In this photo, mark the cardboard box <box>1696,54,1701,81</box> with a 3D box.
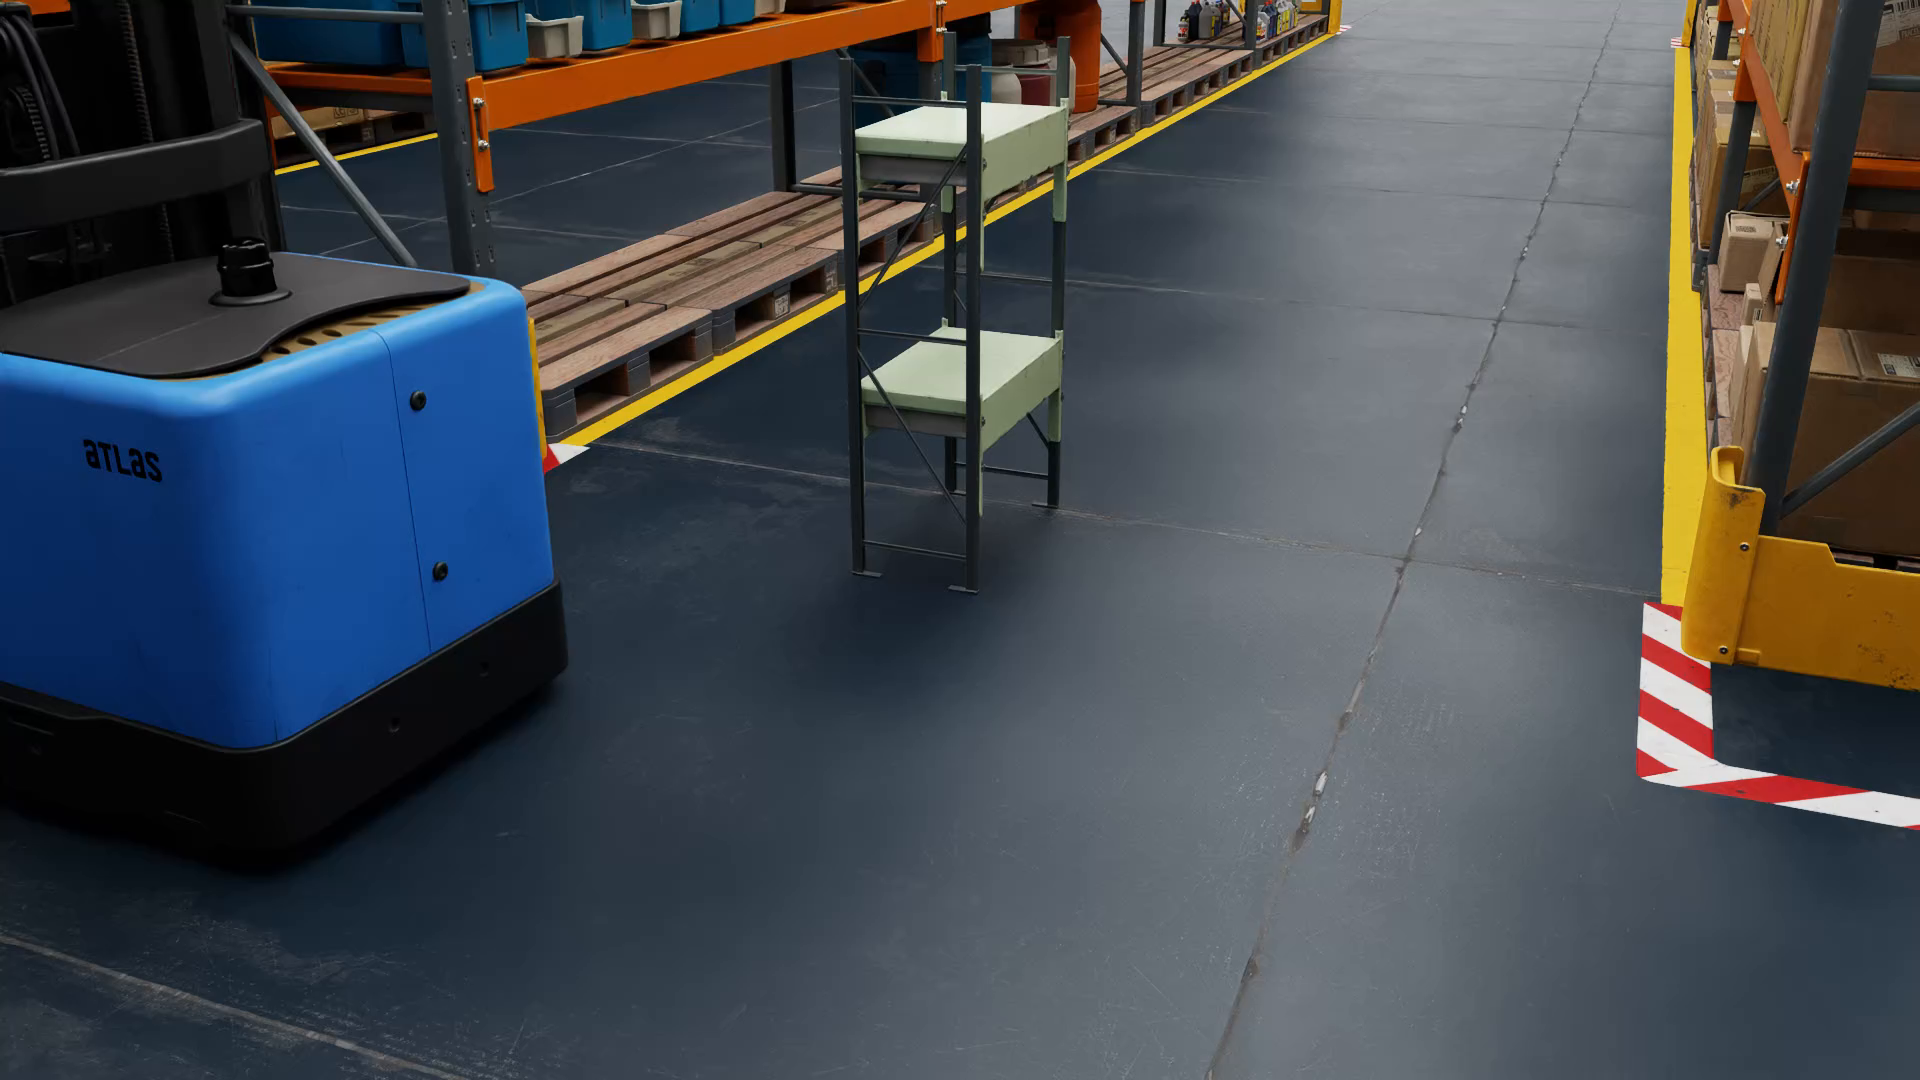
[{"bbox_3d":[6.414,-3.945,13.825,0.500,0.250,0.500,9,24,21],"label":"cardboard box"}]

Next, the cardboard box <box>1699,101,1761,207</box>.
[{"bbox_3d":[4.309,-2.071,8.989,0.500,0.500,0.500,9,24,21],"label":"cardboard box"}]

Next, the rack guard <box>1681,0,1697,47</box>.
[{"bbox_3d":[8.480,-5.598,18.004,1.175,0.500,0.348,9,24,20],"label":"rack guard"}]

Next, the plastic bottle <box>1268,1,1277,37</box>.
[{"bbox_3d":[3.143,-5.300,16.912,0.144,0.351,0.185,8,24,18],"label":"plastic bottle"}]

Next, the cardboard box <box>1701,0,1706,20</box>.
[{"bbox_3d":[7.505,-5.318,16.138,0.500,0.500,0.500,9,24,20],"label":"cardboard box"}]

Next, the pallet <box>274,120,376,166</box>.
[{"bbox_3d":[-4.966,-2.869,11.844,1.003,0.211,1.213,9,24,20],"label":"pallet"}]

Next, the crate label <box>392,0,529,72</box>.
[{"bbox_3d":[-1.673,-1.719,5.614,0.416,0.233,0.303,9,24,20],"label":"crate label"}]

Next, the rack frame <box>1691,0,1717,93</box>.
[{"bbox_3d":[6.985,-5.312,14.074,1.000,3.000,0.127,9,24,20],"label":"rack frame"}]

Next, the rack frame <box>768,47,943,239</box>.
[{"bbox_3d":[-0.584,-3.159,8.922,1.000,3.000,0.127,9,24,20],"label":"rack frame"}]

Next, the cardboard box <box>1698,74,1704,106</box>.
[{"bbox_3d":[5.846,-3.393,12.504,0.500,0.250,0.500,9,24,21],"label":"cardboard box"}]

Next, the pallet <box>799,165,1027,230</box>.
[{"bbox_3d":[-0.259,-2.143,10.106,1.003,0.211,1.213,9,24,20],"label":"pallet"}]

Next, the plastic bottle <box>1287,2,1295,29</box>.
[{"bbox_3d":[3.479,-5.593,17.712,0.152,0.276,0.135,9,24,20],"label":"plastic bottle"}]

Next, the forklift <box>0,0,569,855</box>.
[{"bbox_3d":[-2.568,-1.051,3.963,3.031,2.935,1.130,10,25,23],"label":"forklift"}]

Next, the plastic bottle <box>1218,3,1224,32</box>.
[{"bbox_3d":[2.713,-5.470,17.408,0.061,0.283,0.133,9,24,20],"label":"plastic bottle"}]

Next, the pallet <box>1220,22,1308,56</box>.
[{"bbox_3d":[3.127,-5.408,17.923,1.003,0.211,1.213,9,24,20],"label":"pallet"}]

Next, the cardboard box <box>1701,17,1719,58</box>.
[{"bbox_3d":[6.218,-4.019,13.276,0.500,0.311,0.500,8,24,18],"label":"cardboard box"}]

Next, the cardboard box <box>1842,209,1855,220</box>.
[{"bbox_3d":[4.419,-1.637,7.949,0.500,0.500,0.500,8,24,18],"label":"cardboard box"}]

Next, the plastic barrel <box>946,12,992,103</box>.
[{"bbox_3d":[-0.103,-2.830,10.312,0.600,0.901,0.708,9,24,20],"label":"plastic barrel"}]

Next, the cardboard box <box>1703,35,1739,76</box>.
[{"bbox_3d":[5.652,-3.474,11.969,0.500,0.311,0.500,8,24,19],"label":"cardboard box"}]

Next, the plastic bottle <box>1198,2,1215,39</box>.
[{"bbox_3d":[2.493,-5.254,16.802,0.144,0.351,0.185,9,24,20],"label":"plastic bottle"}]

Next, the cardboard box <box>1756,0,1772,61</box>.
[{"bbox_3d":[3.196,-1.989,5.991,0.500,0.500,0.500,9,24,20],"label":"cardboard box"}]

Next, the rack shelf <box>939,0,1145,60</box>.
[{"bbox_3d":[0.159,-3.543,10.774,1.077,0.370,4.000,9,24,20],"label":"rack shelf"}]

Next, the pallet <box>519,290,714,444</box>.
[{"bbox_3d":[-1.728,-0.731,6.725,1.003,0.211,1.213,9,24,20],"label":"pallet"}]

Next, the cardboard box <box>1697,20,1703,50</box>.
[{"bbox_3d":[7.321,-4.792,15.854,0.500,0.250,0.500,9,24,20],"label":"cardboard box"}]

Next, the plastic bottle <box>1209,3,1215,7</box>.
[{"bbox_3d":[2.614,-5.482,17.445,0.152,0.276,0.135,9,24,21],"label":"plastic bottle"}]

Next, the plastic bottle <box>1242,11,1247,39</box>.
[{"bbox_3d":[2.939,-5.253,16.800,0.144,0.351,0.185,9,24,20],"label":"plastic bottle"}]

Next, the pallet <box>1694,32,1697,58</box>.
[{"bbox_3d":[8.226,-5.177,17.369,1.003,0.211,1.213,9,24,20],"label":"pallet"}]

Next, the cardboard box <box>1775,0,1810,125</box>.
[{"bbox_3d":[2.631,-1.449,4.697,0.500,0.500,0.500,9,24,21],"label":"cardboard box"}]

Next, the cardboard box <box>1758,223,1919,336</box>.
[{"bbox_3d":[3.320,-0.827,6.006,0.797,0.503,0.637,9,24,20],"label":"cardboard box"}]

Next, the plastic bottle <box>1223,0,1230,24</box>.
[{"bbox_3d":[2.910,-5.793,18.197,0.097,0.271,0.097,0,23,0],"label":"plastic bottle"}]

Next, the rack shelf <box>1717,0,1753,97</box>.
[{"bbox_3d":[4.756,-2.833,9.073,1.077,0.370,4.000,9,24,20],"label":"rack shelf"}]

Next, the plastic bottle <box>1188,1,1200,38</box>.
[{"bbox_3d":[2.359,-5.275,16.852,0.144,0.351,0.185,8,24,19],"label":"plastic bottle"}]

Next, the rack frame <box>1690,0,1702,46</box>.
[{"bbox_3d":[8.471,-6.743,17.501,1.000,3.000,0.127,9,24,20],"label":"rack frame"}]

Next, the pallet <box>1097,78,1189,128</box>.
[{"bbox_3d":[1.225,-3.576,13.536,1.003,0.211,1.213,9,24,20],"label":"pallet"}]

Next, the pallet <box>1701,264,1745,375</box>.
[{"bbox_3d":[3.757,-0.916,7.170,1.003,0.211,1.213,9,24,20],"label":"pallet"}]

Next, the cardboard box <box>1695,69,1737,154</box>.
[{"bbox_3d":[4.876,-2.620,10.302,0.500,0.500,0.500,8,24,18],"label":"cardboard box"}]

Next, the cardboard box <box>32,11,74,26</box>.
[{"bbox_3d":[-5.502,-2.857,10.410,0.875,0.875,0.875,9,24,20],"label":"cardboard box"}]

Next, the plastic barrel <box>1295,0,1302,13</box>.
[{"bbox_3d":[3.700,-6.253,19.011,0.421,0.512,0.421,0,23,0],"label":"plastic barrel"}]

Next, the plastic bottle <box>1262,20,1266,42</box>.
[{"bbox_3d":[2.988,-5.058,16.527,0.097,0.201,0.097,0,23,0],"label":"plastic bottle"}]

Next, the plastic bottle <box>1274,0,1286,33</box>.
[{"bbox_3d":[3.301,-5.452,17.276,0.144,0.351,0.185,9,24,20],"label":"plastic bottle"}]

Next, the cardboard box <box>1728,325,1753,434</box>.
[{"bbox_3d":[2.882,-0.517,5.593,0.500,0.250,0.500,9,24,20],"label":"cardboard box"}]

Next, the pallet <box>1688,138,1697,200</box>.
[{"bbox_3d":[5.187,-2.332,10.558,1.003,0.211,1.213,9,24,20],"label":"pallet"}]

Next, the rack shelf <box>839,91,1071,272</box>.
[{"bbox_3d":[0.002,-1.055,4.816,0.431,0.370,0.720,9,24,20],"label":"rack shelf"}]

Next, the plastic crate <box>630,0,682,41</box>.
[{"bbox_3d":[-1.225,-2.021,6.460,0.250,0.136,0.298,9,24,20],"label":"plastic crate"}]

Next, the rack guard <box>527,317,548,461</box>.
[{"bbox_3d":[-2.067,-0.564,5.952,1.175,0.500,0.348,9,24,20],"label":"rack guard"}]

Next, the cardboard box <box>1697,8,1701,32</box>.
[{"bbox_3d":[7.883,-5.328,17.138,0.500,0.250,0.500,9,24,20],"label":"cardboard box"}]

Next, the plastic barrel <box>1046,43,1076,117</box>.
[{"bbox_3d":[0.609,-3.244,11.808,0.421,0.512,0.421,0,23,0],"label":"plastic barrel"}]

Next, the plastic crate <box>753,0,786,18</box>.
[{"bbox_3d":[-0.952,-2.399,7.366,0.293,0.136,0.466,9,24,20],"label":"plastic crate"}]

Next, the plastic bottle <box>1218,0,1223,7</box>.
[{"bbox_3d":[2.783,-5.671,17.903,0.097,0.271,0.097,0,23,0],"label":"plastic bottle"}]

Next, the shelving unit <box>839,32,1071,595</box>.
[{"bbox_3d":[0.002,-0.694,4.967,0.431,1.500,0.755,9,24,20],"label":"shelving unit"}]

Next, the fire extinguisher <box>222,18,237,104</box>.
[{"bbox_3d":[-2.548,-1.531,5.608,0.296,0.674,0.183,9,24,20],"label":"fire extinguisher"}]
